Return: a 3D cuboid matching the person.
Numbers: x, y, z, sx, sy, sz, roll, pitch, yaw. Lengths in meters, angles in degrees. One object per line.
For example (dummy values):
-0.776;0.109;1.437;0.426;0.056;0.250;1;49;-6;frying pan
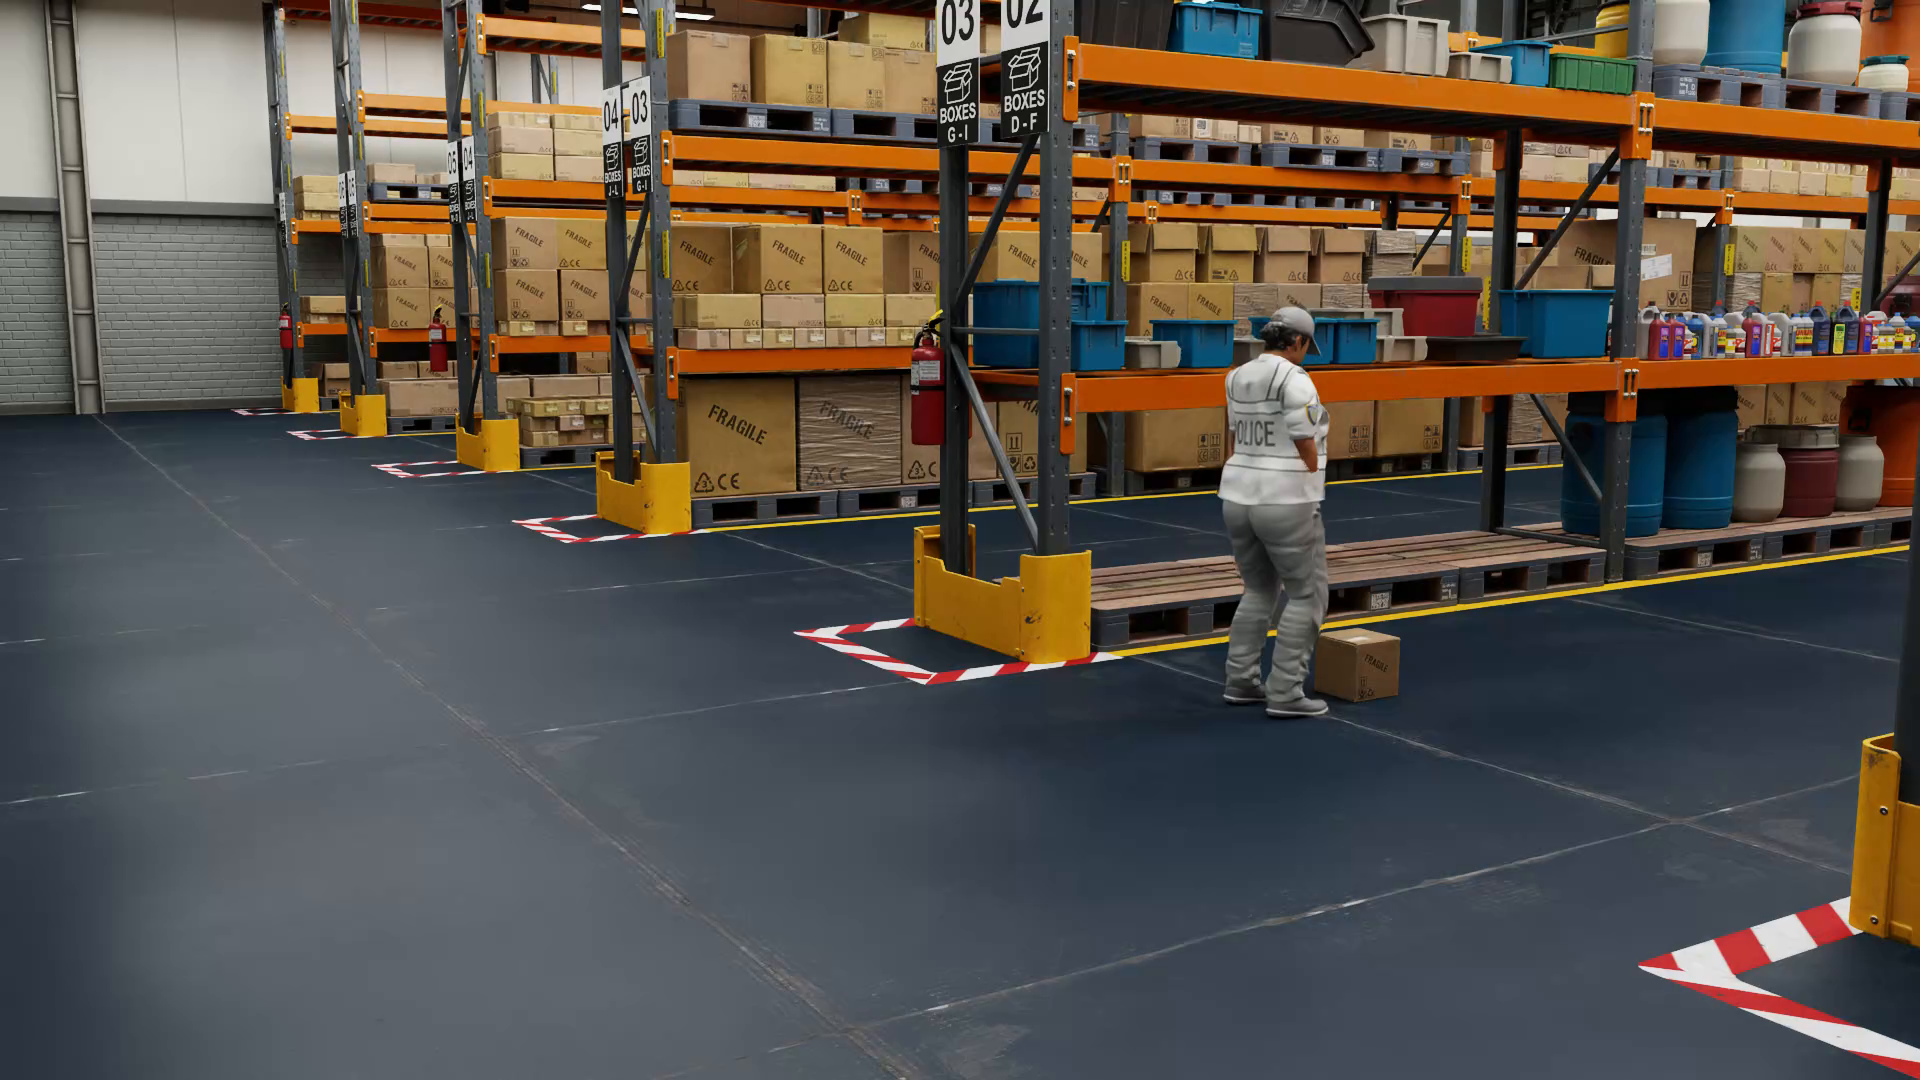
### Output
1.278;-0.119;6.759;0.428;1.643;0.483;-5;10;-30;person
